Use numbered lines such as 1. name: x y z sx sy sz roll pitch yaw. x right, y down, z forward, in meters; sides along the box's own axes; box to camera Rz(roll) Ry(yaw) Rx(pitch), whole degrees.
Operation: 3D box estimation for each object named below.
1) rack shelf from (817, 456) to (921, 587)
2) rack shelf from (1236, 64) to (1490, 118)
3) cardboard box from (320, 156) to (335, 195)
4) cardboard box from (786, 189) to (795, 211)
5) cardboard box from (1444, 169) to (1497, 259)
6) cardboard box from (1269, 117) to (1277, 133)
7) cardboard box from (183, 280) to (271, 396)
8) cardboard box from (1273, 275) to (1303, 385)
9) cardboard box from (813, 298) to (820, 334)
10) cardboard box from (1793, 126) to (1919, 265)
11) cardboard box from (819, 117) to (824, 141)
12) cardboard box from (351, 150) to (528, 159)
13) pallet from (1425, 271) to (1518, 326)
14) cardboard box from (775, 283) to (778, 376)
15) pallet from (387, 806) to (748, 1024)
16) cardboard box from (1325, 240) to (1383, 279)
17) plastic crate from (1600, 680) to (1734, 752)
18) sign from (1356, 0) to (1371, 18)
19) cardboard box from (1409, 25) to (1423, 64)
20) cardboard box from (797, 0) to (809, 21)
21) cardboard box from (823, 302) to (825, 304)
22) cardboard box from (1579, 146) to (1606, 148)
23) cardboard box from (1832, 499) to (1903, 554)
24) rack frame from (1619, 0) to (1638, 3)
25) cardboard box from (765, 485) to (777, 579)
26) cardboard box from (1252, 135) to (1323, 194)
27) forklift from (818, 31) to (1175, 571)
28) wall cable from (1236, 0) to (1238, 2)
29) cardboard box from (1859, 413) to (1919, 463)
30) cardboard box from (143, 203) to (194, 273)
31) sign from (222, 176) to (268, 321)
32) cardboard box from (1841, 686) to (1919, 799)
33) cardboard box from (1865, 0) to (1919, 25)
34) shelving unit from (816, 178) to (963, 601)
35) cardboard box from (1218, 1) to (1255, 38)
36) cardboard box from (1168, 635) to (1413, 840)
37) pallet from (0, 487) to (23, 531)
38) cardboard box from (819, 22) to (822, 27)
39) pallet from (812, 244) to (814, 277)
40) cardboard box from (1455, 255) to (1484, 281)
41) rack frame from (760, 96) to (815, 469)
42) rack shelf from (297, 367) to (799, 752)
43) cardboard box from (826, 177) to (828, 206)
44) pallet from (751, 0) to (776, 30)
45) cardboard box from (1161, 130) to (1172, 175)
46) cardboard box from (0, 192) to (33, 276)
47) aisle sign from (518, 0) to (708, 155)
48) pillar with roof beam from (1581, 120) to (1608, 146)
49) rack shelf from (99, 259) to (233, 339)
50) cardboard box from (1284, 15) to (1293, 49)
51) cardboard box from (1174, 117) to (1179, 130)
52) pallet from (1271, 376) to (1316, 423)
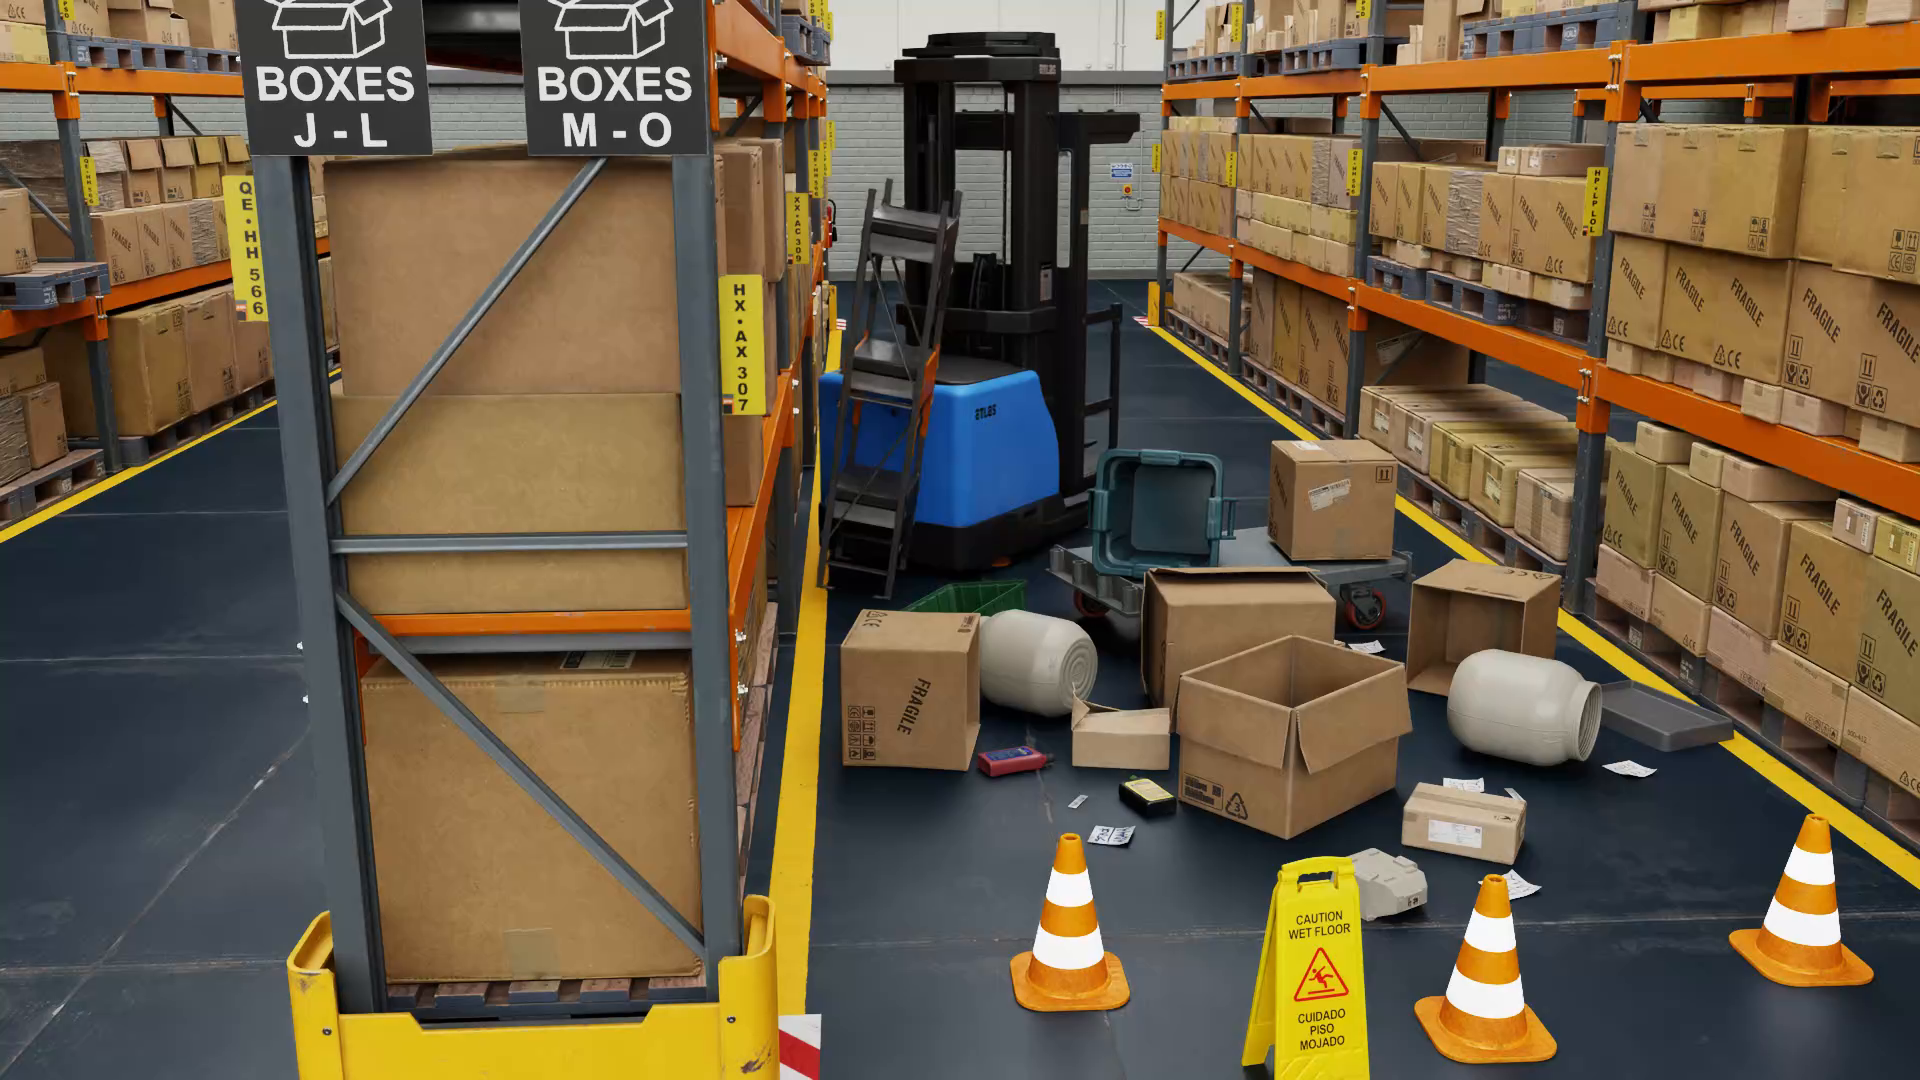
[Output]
1. rack shelf: -0.482 -0.107 8.900 0.431 0.518 0.480 11 19 4
2. rack shelf: 3.254 -3.681 13.739 1.077 0.370 4.000 -1 14 -3
3. cardboard box: -6.596 -3.731 16.707 0.500 0.500 0.500 -1 14 -5
4. cardboard box: -1.392 -2.467 12.062 0.380 0.149 0.250 -1 14 -3
5. cardboard box: 3.276 -1.974 10.039 0.500 0.500 0.500 -1 14 -6
6. cardboard box: 2.885 -4.060 16.278 0.380 0.149 0.250 -1 14 -2
7. cardboard box: -6.646 -1.715 14.093 1.225 0.875 0.875 -1 14 -5
8. cardboard box: 3.312 -1.871 14.701 0.875 0.875 0.875 0 14 -2
9. cardboard box: -1.441 -1.888 14.015 0.500 0.250 0.500 -2 15 -6
10. cardboard box: 3.573 -1.268 6.130 0.700 0.500 0.500 -1 14 -4
11. cardboard box: -1.637 -4.020 16.827 0.500 0.500 0.500 -1 14 -3
12. cardboard box: -1.172 -0.812 4.696 0.875 0.550 0.550 -1 14 -3
13. pallet: 3.541 -1.495 10.203 1.003 0.211 1.213 -1 14 -3
14. cardboard box: -1.274 -0.964 7.454 0.875 0.550 0.550 -1 14 -3
15. pallet: -1.189 1.164 5.078 1.003 0.211 1.213 -1 14 -3
16. cardboard box: 3.087 -2.129 12.582 0.500 0.250 0.500 -1 14 -5
17. plastic crate: 2.904 0.732 7.020 0.402 0.080 0.583 -6 16 -23
18. sign: 2.823 -3.815 11.616 0.100 0.325 0.005 -1 14 -3
19. cardboard box: 3.243 -3.323 11.171 0.396 0.266 0.258 -1 14 -3
20. cardboard box: -1.193 -3.384 10.275 0.500 0.311 0.500 -1 14 -3
21. cardboard box: -1.659 -2.486 17.950 0.380 0.149 0.250 0 14 -1
22. cardboard box: 3.779 -2.186 9.560 0.380 0.149 0.250 0 14 0
23. cardboard box: 3.446 -0.053 6.080 0.380 0.149 0.250 0 14 -1
24. rack frame: 3.625 -3.990 7.476 1.000 3.000 0.127 -1 14 -3
25. cardboard box: -1.437 -0.250 8.651 1.050 0.750 0.750 -1 14 -4
26. cardboard box: 2.929 -3.367 14.886 0.500 0.500 0.500 -1 14 -4
27. forklift: 0.402 -1.563 10.221 1.130 2.935 3.031 9 17 31
28. wall cable: 2.999 -8.396 24.599 2.355 3.000 0.029 -1 14 -3
29. cardboard box: 3.487 -0.375 5.969 0.380 0.149 0.250 -1 14 -4
30. cardboard box: -6.342 -2.356 12.962 0.500 0.500 0.500 -1 14 -4
31. sign: -1.604 -0.659 3.769 0.100 0.325 0.005 -1 14 -3
32. cardboard box: 3.530 0.712 5.914 0.500 0.250 0.500 -1 14 -3
33. cardboard box: 3.432 -1.887 5.824 0.380 0.149 0.250 -1 14 -4
34. shelving unit: -0.374 -0.774 8.669 0.431 2.100 0.503 11 19 4
35. cardboard box: 3.014 -5.164 16.806 0.797 0.503 0.637 0 14 1
36. cardboard box: 1.237 0.721 6.214 0.797 0.503 0.637 -13 20 -42
37. pallet: -6.394 -0.079 9.911 1.003 0.211 1.213 -1 14 -3
38. cardboard box: -1.680 -5.514 17.916 0.380 0.149 0.250 -1 14 -3
39. pallet: -1.707 -2.061 12.401 1.213 0.211 1.003 -1 14 -3
40. cardboard box: 3.264 -1.675 10.178 0.380 0.149 0.250 0 14 -2
41. rack frame: -1.557 -1.978 11.695 1.000 3.000 0.127 -1 14 -3
42. rack shelf: -1.185 -0.138 5.985 1.077 0.370 4.000 -1 14 -3
43. cardboard box: -1.768 -4.052 18.959 0.500 0.500 0.500 -1 14 -2
44. pallet: -1.269 -2.189 6.674 1.003 0.211 1.213 -1 14 -3
45. cardboard box: 2.627 -4.478 19.204 0.500 0.500 0.500 -1 14 -5
46. cardboard box: -6.306 -1.908 10.377 0.700 0.500 0.500 1 14 5
47. aisle sign: -0.757 -1.235 3.588 0.394 0.787 0.004 -1 14 -3
48. pillar with roof beam: 4.272 -7.670 21.778 9.100 9.000 0.400 -1 14 -3
49. rack shelf: -6.637 -2.076 13.518 1.077 0.370 4.000 -1 14 -3
50. cardboard box: 2.893 -4.206 13.760 0.396 0.266 0.258 0 14 1
51. cardboard box: 2.616 -4.693 18.738 0.380 0.149 0.250 0 14 -2
52. pallet: 3.331 -1.229 14.380 1.003 0.211 1.213 -1 14 -3
